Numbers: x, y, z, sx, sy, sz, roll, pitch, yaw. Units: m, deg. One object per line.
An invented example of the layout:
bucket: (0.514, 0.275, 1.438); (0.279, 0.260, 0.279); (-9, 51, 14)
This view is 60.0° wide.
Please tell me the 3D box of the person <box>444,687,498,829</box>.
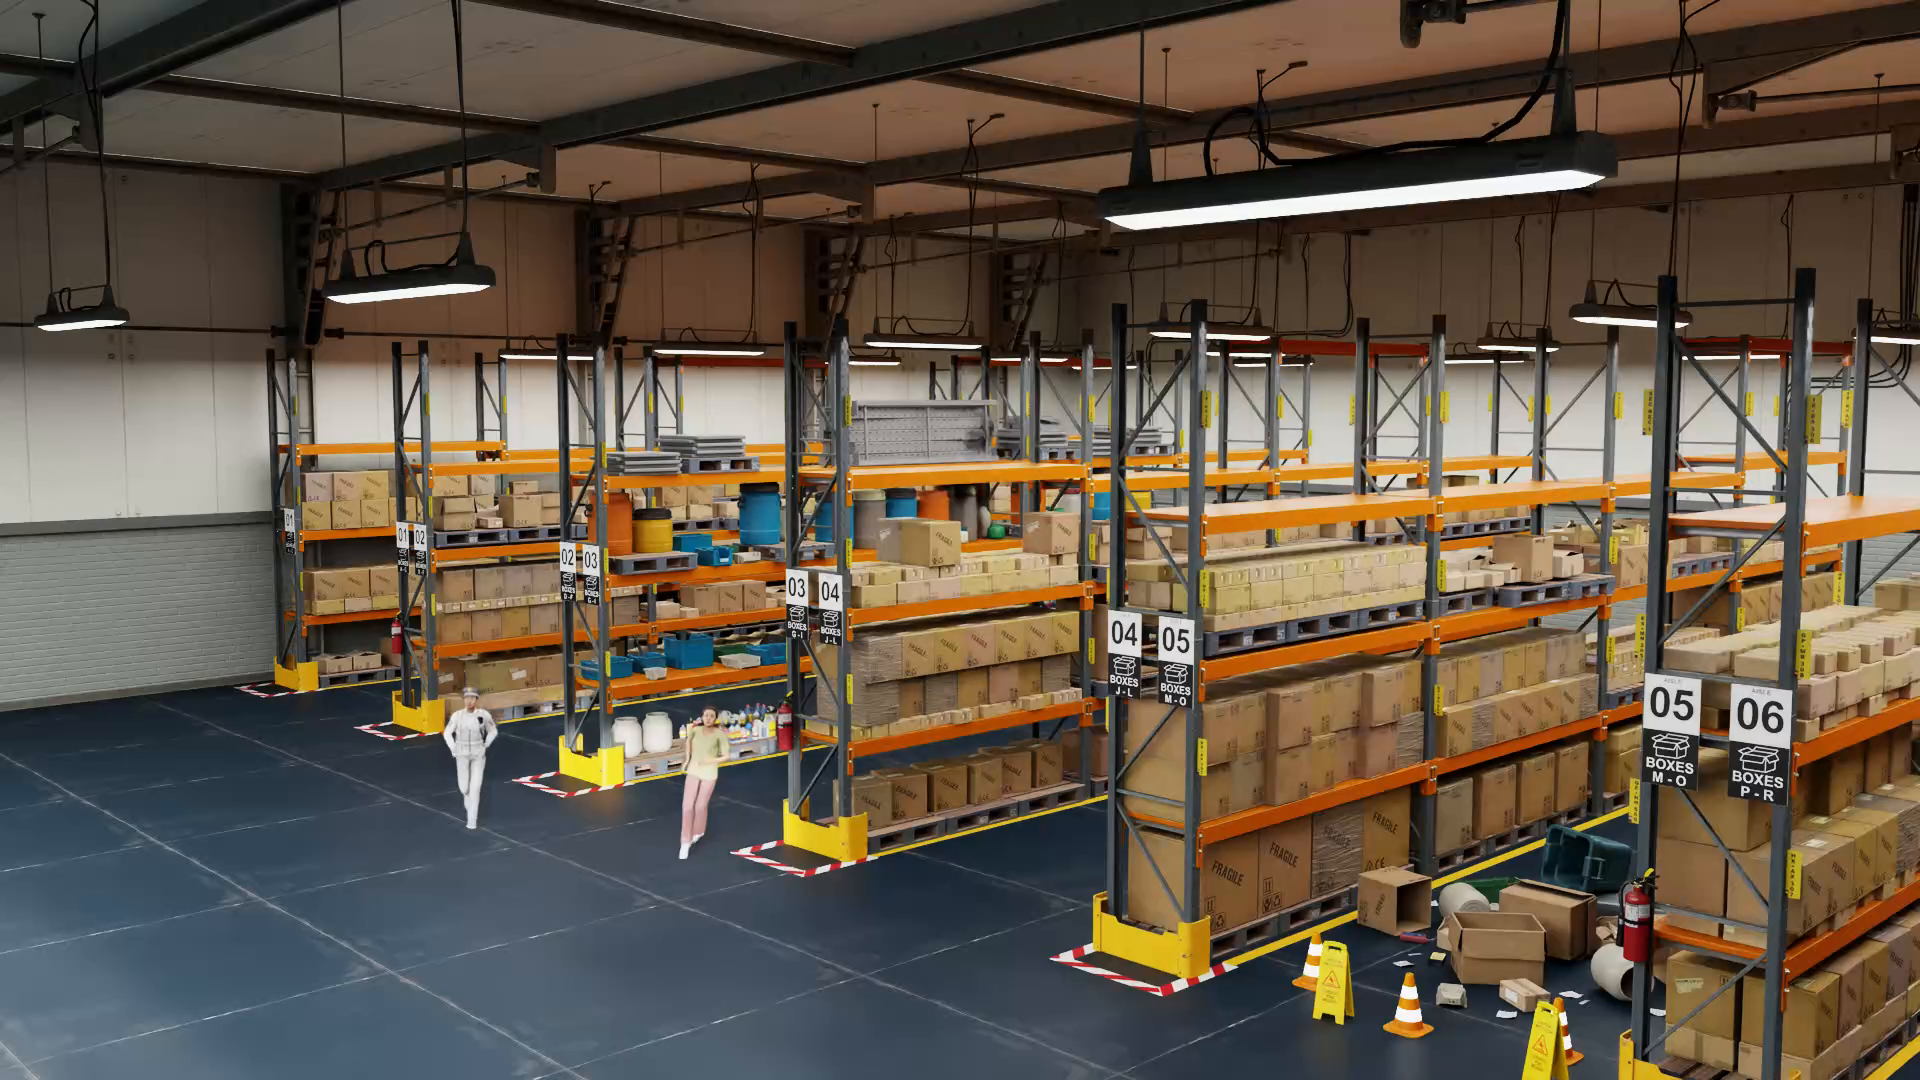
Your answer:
person: (-5.926, 2.602, 20.150); (0.633, 1.686, 0.704); (-1, 5, -12)

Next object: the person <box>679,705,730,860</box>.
person: (-2.891, 2.702, 18.834); (0.577, 1.663, 0.814); (0, 5, 4)

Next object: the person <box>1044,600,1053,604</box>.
person: (1.778, 1.514, 32.674); (0.576, 1.630, 0.723); (3, 6, 30)
